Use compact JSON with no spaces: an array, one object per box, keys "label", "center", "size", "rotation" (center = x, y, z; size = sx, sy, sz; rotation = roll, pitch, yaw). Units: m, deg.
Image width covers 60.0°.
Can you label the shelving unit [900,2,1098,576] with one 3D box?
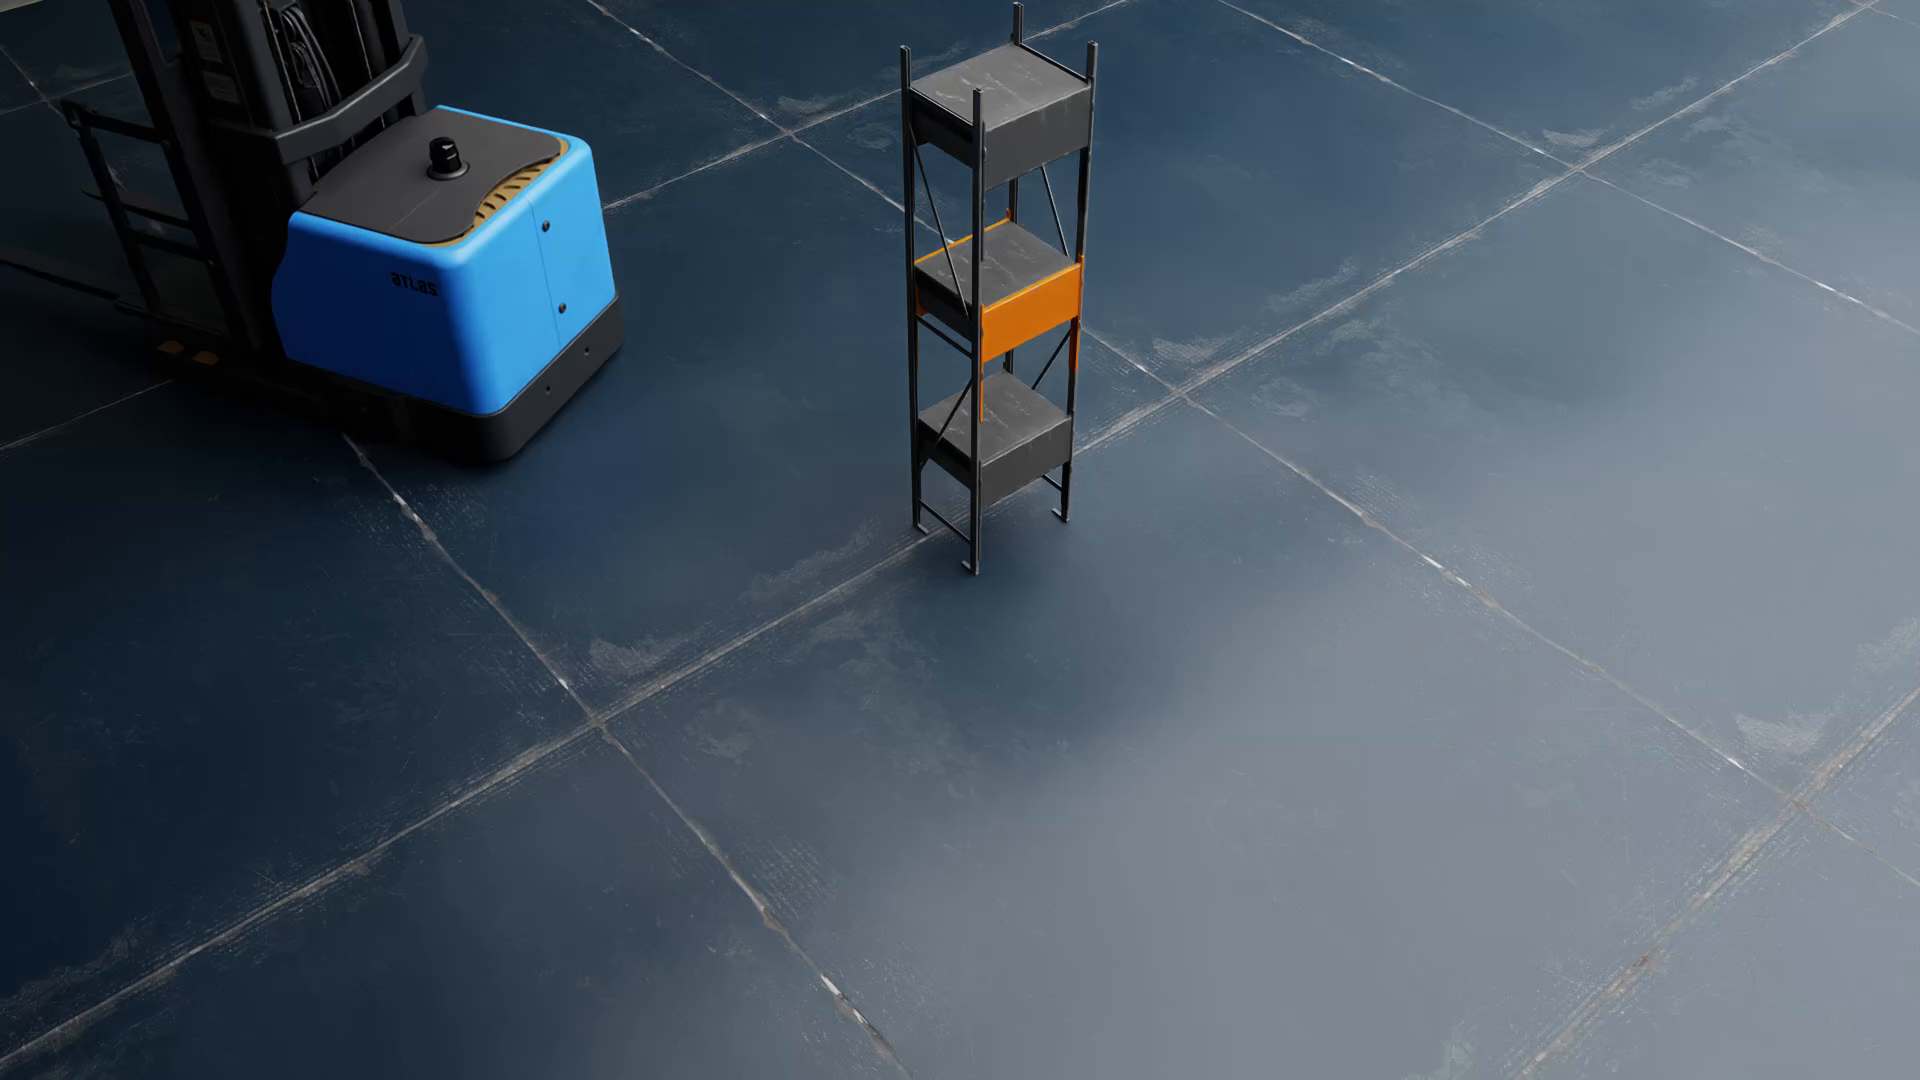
[{"label":"shelving unit","center":[0.127,-0.838,6.109],"size":[0.503,2.100,0.431],"rotation":[-30,51,-28]}]

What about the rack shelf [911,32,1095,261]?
[{"label":"rack shelf","center":[0.127,-1.338,5.639],"size":[0.480,0.518,0.431],"rotation":[-30,51,-28]}]

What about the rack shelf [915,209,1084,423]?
[{"label":"rack shelf","center":[0.127,-0.828,6.118],"size":[0.480,0.518,0.431],"rotation":[-30,51,-28]}]

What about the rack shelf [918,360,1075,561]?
[{"label":"rack shelf","center":[0.127,-0.318,6.597],"size":[0.480,0.518,0.431],"rotation":[-30,51,-28]}]

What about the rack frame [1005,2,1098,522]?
[{"label":"rack frame","center":[0.314,-0.945,6.223],"size":[0.015,2.100,0.400],"rotation":[-30,51,-28]}]

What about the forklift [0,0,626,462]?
[{"label":"forklift","center":[-3.097,-2.065,6.808],"size":[3.031,2.935,1.130],"rotation":[17,46,17]}]

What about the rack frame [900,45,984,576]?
[{"label":"rack frame","center":[-0.060,-0.731,5.994],"size":[0.015,2.100,0.400],"rotation":[-30,51,-28]}]
